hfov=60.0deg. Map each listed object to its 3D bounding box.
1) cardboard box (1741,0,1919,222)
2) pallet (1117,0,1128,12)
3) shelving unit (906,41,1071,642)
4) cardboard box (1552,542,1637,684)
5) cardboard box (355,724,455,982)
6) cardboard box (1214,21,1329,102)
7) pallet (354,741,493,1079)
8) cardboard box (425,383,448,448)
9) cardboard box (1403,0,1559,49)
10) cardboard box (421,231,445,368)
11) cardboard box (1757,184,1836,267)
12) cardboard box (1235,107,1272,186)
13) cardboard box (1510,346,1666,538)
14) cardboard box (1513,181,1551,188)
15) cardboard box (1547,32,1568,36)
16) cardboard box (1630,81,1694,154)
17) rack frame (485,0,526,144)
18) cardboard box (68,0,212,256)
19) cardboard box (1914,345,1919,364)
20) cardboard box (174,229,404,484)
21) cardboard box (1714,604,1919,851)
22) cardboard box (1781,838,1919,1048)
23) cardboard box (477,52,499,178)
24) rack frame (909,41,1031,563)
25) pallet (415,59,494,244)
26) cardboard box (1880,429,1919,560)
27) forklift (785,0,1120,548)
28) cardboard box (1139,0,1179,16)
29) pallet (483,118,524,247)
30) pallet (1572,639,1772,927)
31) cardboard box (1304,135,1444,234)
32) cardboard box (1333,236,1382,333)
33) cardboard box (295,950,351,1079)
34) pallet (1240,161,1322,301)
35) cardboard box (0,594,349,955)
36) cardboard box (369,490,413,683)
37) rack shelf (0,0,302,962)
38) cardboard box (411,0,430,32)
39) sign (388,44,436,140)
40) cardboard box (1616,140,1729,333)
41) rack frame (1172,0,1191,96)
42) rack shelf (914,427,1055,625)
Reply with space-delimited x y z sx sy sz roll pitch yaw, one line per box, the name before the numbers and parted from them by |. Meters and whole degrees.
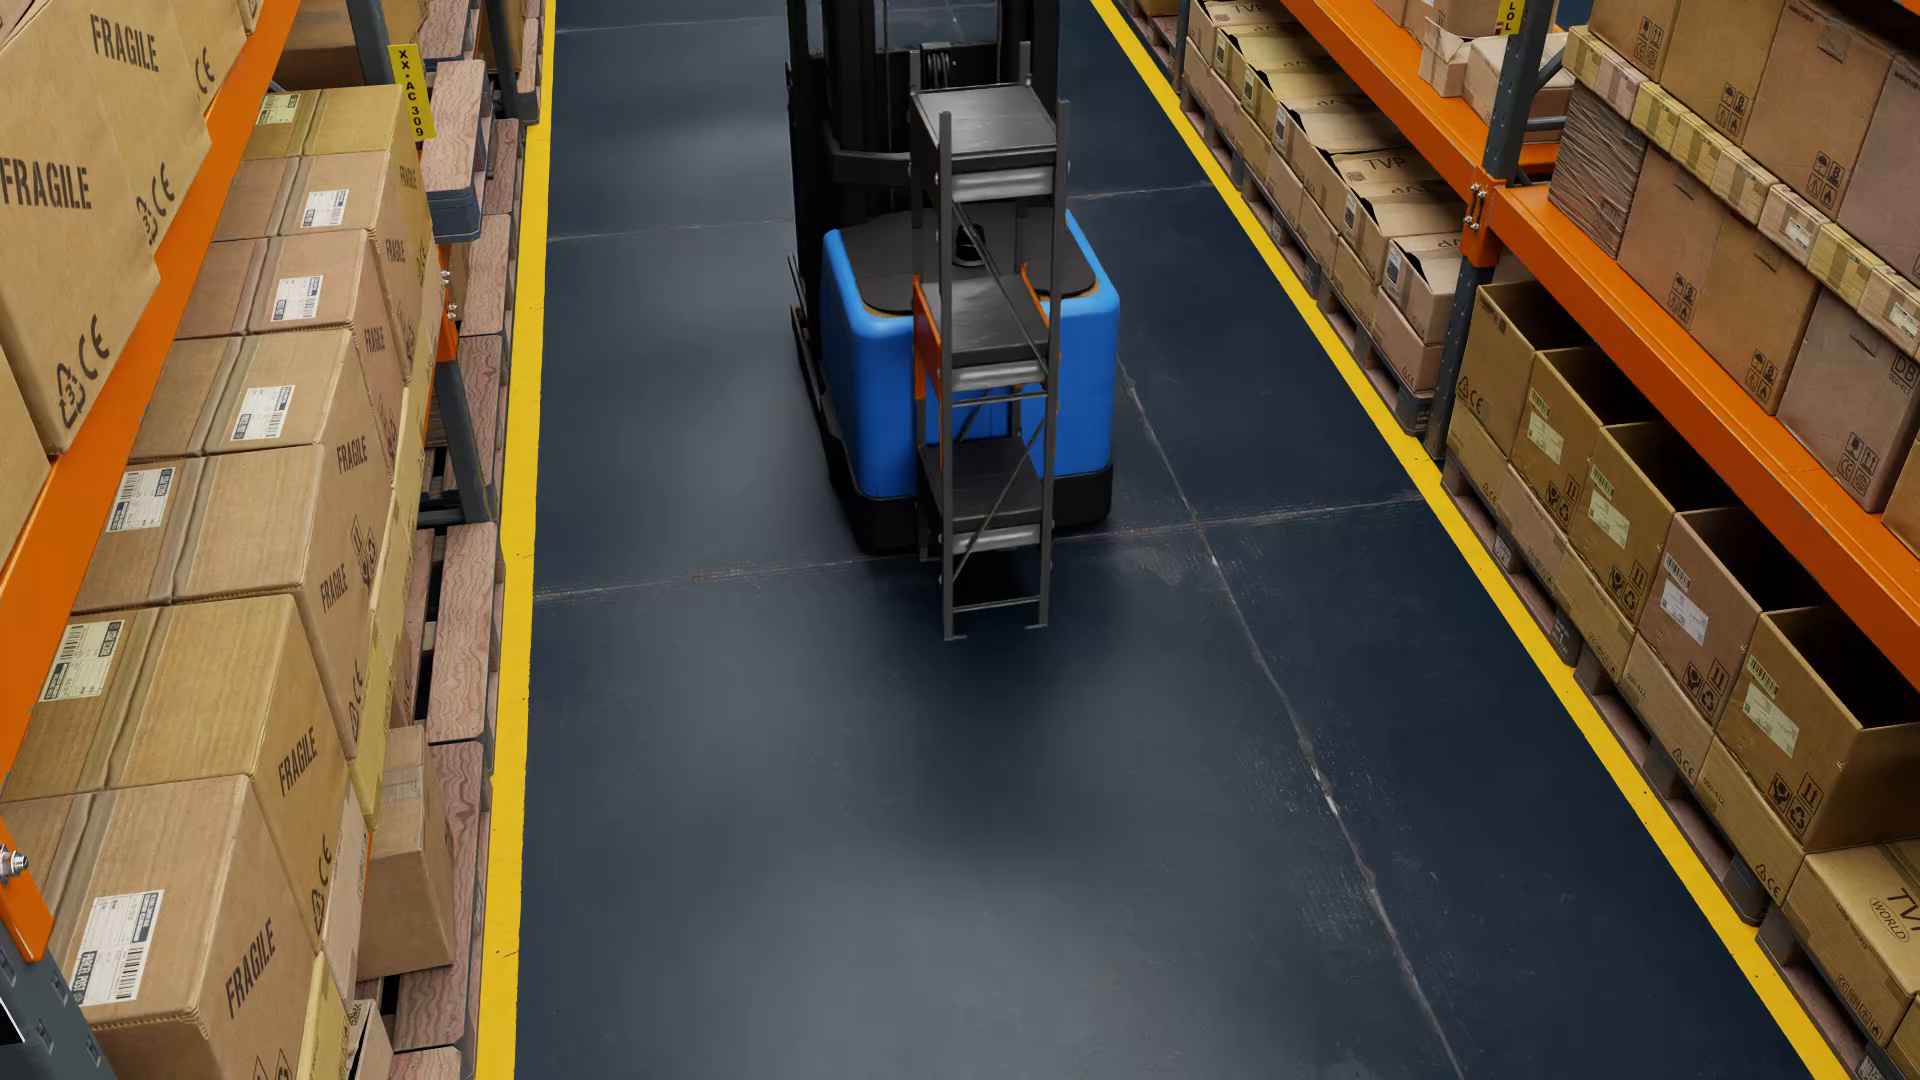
cardboard box | 2.788 -1.288 4.824 0.700 0.500 0.500 -6 38 -8
pallet | 1.522 -4.116 11.876 1.003 0.211 1.213 -6 38 -8
shelving unit | 0.084 -0.621 5.838 0.431 2.100 0.503 -7 38 -9
cardboard box | 2.475 0.227 5.912 0.500 0.250 0.500 -6 38 -8
cardboard box | -1.860 0.933 4.783 0.700 0.500 0.500 -9 39 -11
cardboard box | 1.729 -2.664 9.176 0.500 0.311 0.500 -7 38 -9
pallet | -1.979 1.166 5.078 1.003 0.211 1.213 -6 38 -8
cardboard box | -2.494 -0.705 6.892 0.700 0.500 0.500 -5 38 -6
cardboard box | 2.316 -2.434 7.357 0.500 0.500 0.500 -4 38 -5
cardboard box | -1.968 -0.771 5.403 0.500 0.250 0.500 -6 38 -8
cardboard box | 2.614 -0.945 4.912 0.380 0.149 0.250 -7 38 -9
cardboard box | 1.815 -2.142 8.961 0.500 0.250 0.500 -7 38 -9
cardboard box | 2.396 -0.372 6.072 0.500 0.500 0.500 -6 38 -8
cardboard box | 2.617 -1.492 7.667 0.500 0.311 0.500 -7 38 -8
cardboard box | 2.573 -2.069 7.173 0.380 0.149 0.250 -6 38 -8
cardboard box | 2.475 -1.416 5.518 0.380 0.149 0.250 -7 38 -9
rack frame | -3.050 -3.492 8.800 1.000 3.000 0.127 -6 38 -8
cardboard box | -1.614 -0.762 2.743 0.500 0.500 0.500 -5 38 -6
cardboard box | 2.746 -0.483 4.316 0.380 0.149 0.250 -5 38 -7
cardboard box | -1.791 -0.462 4.395 0.500 0.500 0.500 -7 38 -9
cardboard box | 2.652 0.535 4.905 0.500 0.500 0.500 -6 38 -8
cardboard box | 2.744 1.132 4.747 0.500 0.250 0.500 -6 38 -8
cardboard box | -2.873 -2.249 8.879 0.700 0.500 0.500 -6 38 -7
rack frame | 0.033 -0.768 6.027 0.400 2.100 0.015 -7 38 -9
pallet | -2.340 -1.477 6.363 1.003 0.211 1.213 -6 38 -8
cardboard box | 2.981 -0.135 4.397 0.700 0.500 0.500 -6 38 -8
forklift | -0.193 -2.030 6.974 1.130 2.935 3.031 -7 38 -9
cardboard box | 1.431 -3.753 10.815 0.500 0.500 0.500 -5 38 -6
pallet | -2.915 -1.919 9.047 1.003 0.211 1.213 -6 38 -8
pallet | 2.843 0.713 5.659 1.003 0.211 1.213 -6 38 -8
cardboard box | 1.991 -1.741 7.988 0.500 0.311 0.500 -6 38 -8
cardboard box | 2.082 -1.216 7.769 0.500 0.250 0.500 -7 38 -9
cardboard box | -1.421 1.063 3.043 0.500 0.250 0.500 -7 38 -9
pallet | 2.142 -1.689 8.752 1.003 0.211 1.213 -6 38 -8
cardboard box | -1.512 0.475 3.188 0.500 0.500 0.500 -6 38 -8
cardboard box | -1.696 0.137 4.235 0.500 0.250 0.500 -6 38 -8
rack shelf | -1.998 -0.768 3.435 1.077 0.370 4.000 -6 38 -8
cardboard box | -2.642 -2.333 6.868 0.700 0.500 0.500 -1 38 -2
sign | -1.816 -1.481 5.505 0.100 0.325 0.005 -6 38 -8
cardboard box | 2.710 -1.065 5.595 0.700 0.500 0.500 -7 38 -8
rack frame | 1.826 -4.027 9.488 1.000 3.000 0.127 -6 38 -8
rack shelf | 0.084 -0.058 6.276 0.431 0.518 0.480 -7 38 -9
